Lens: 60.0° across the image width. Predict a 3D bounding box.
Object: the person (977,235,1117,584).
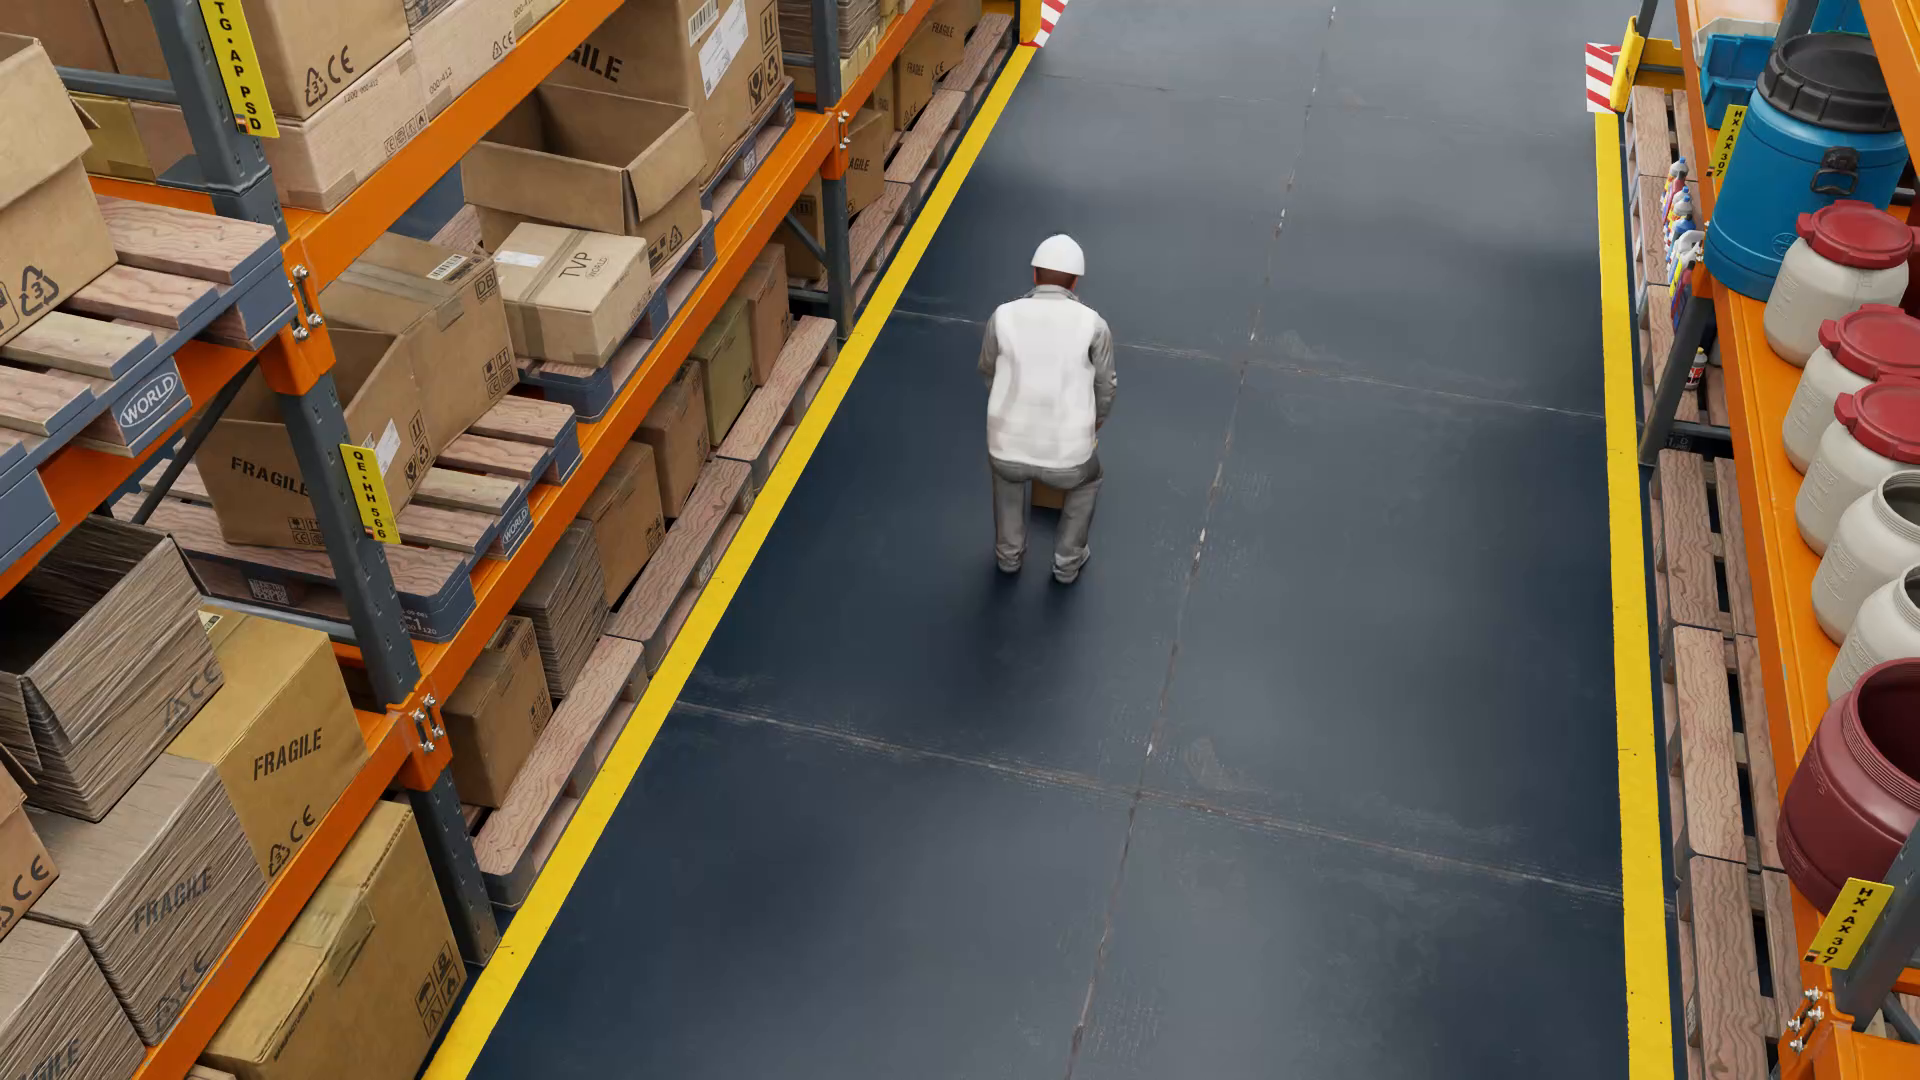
[{"bbox_3d":[0.342,-0.509,6.981,0.591,1.449,0.753,10,42,11],"label":"person"}]
